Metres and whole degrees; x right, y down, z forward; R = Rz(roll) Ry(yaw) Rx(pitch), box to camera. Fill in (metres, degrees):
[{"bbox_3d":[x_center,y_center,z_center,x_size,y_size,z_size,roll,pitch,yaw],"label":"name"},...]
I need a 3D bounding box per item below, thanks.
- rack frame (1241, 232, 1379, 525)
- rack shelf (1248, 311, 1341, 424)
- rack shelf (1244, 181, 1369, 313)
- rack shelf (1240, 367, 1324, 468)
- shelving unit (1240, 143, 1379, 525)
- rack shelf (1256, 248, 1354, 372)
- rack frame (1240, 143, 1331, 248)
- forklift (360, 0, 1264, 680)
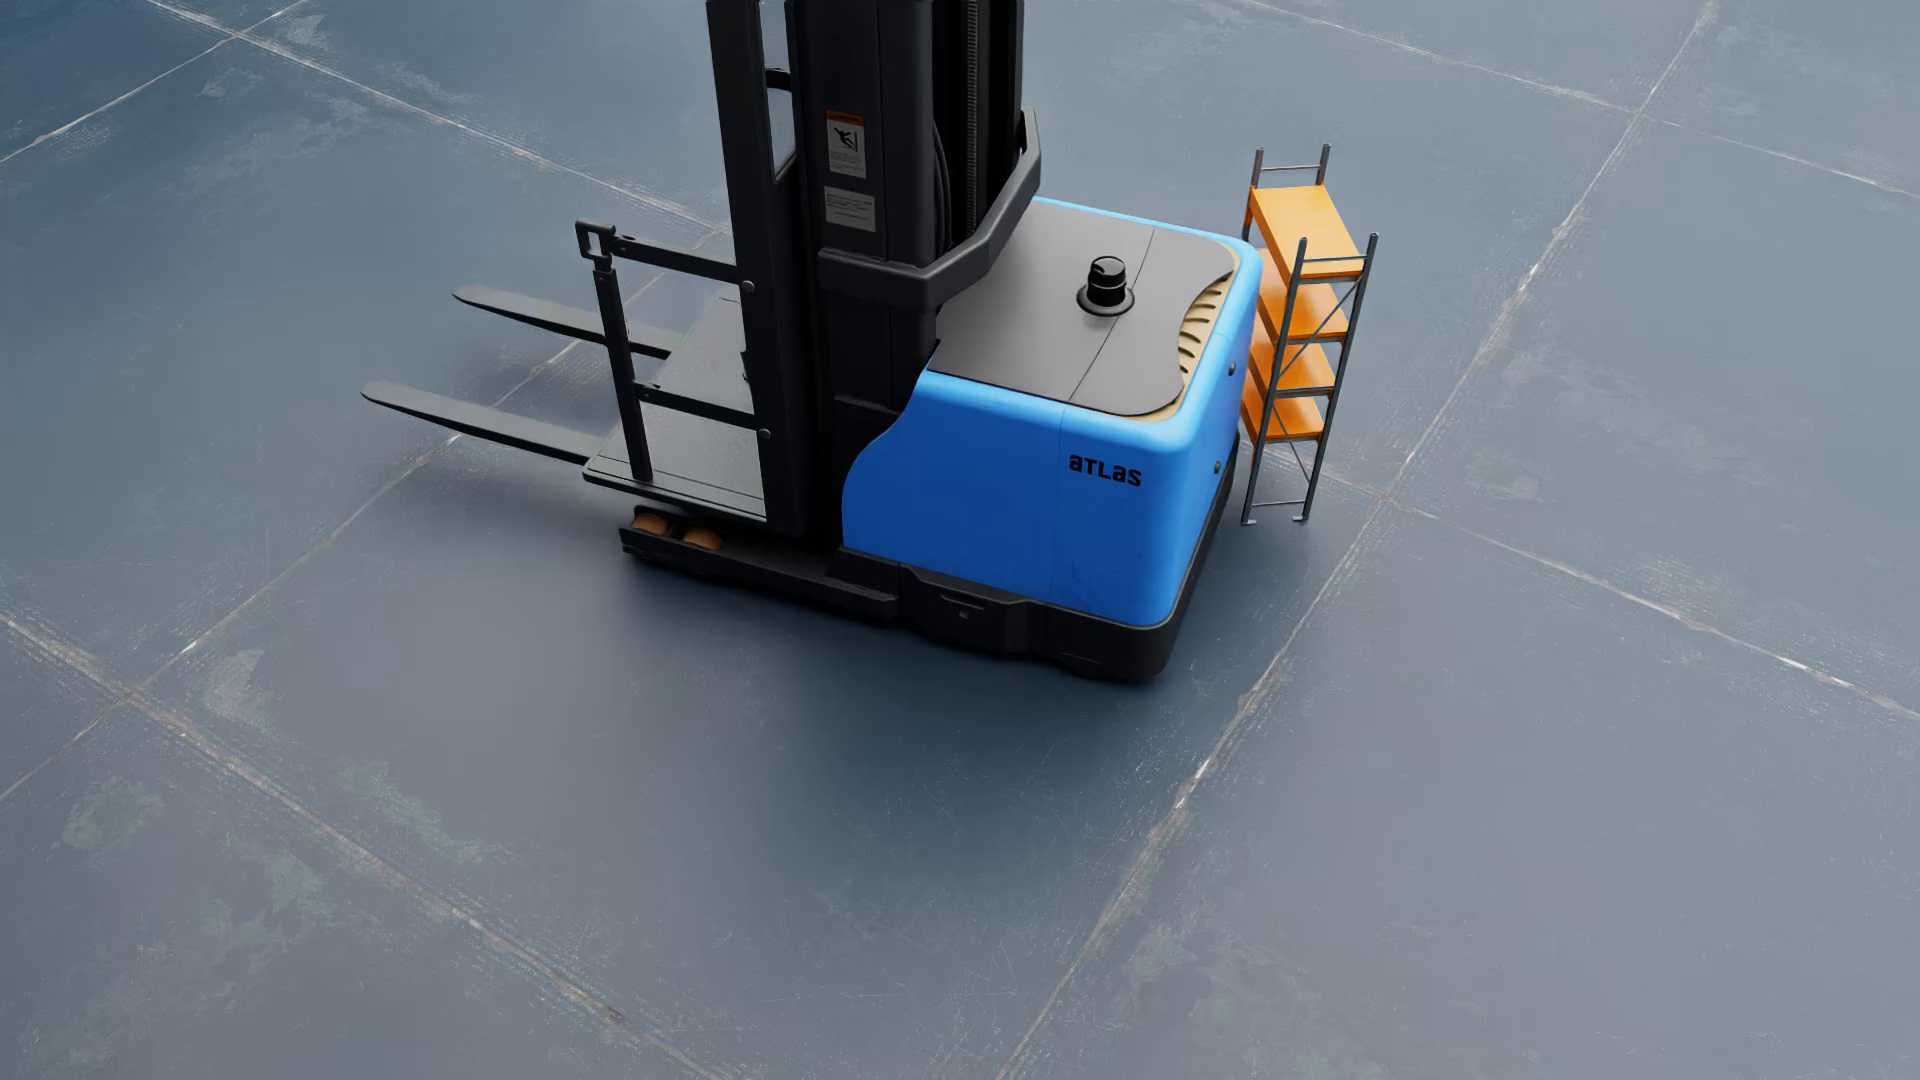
[{"bbox_3d":[1.114,-0.486,5.381,0.240,1.200,0.015,-5,46,-7],"label":"rack frame"},{"bbox_3d":[1.078,-0.612,5.597,0.258,0.148,0.480,-5,46,-7],"label":"rack shelf"},{"bbox_3d":[1.091,-0.934,5.268,0.258,0.148,0.480,-5,46,-7],"label":"rack shelf"},{"bbox_3d":[1.073,-0.473,5.739,0.258,0.148,0.480,-5,46,-7],"label":"rack shelf"},{"bbox_3d":[1.080,-0.659,5.549,0.258,1.200,0.503,-5,46,-7],"label":"shelving unit"},{"bbox_3d":[1.085,-0.769,5.437,0.258,0.148,0.480,-5,46,-7],"label":"rack shelf"},{"bbox_3d":[1.046,-0.833,5.717,0.240,1.200,0.015,-5,46,-7],"label":"rack frame"},{"bbox_3d":[-0.617,-1.241,4.912,3.031,2.935,1.130,15,48,14],"label":"forklift"}]
